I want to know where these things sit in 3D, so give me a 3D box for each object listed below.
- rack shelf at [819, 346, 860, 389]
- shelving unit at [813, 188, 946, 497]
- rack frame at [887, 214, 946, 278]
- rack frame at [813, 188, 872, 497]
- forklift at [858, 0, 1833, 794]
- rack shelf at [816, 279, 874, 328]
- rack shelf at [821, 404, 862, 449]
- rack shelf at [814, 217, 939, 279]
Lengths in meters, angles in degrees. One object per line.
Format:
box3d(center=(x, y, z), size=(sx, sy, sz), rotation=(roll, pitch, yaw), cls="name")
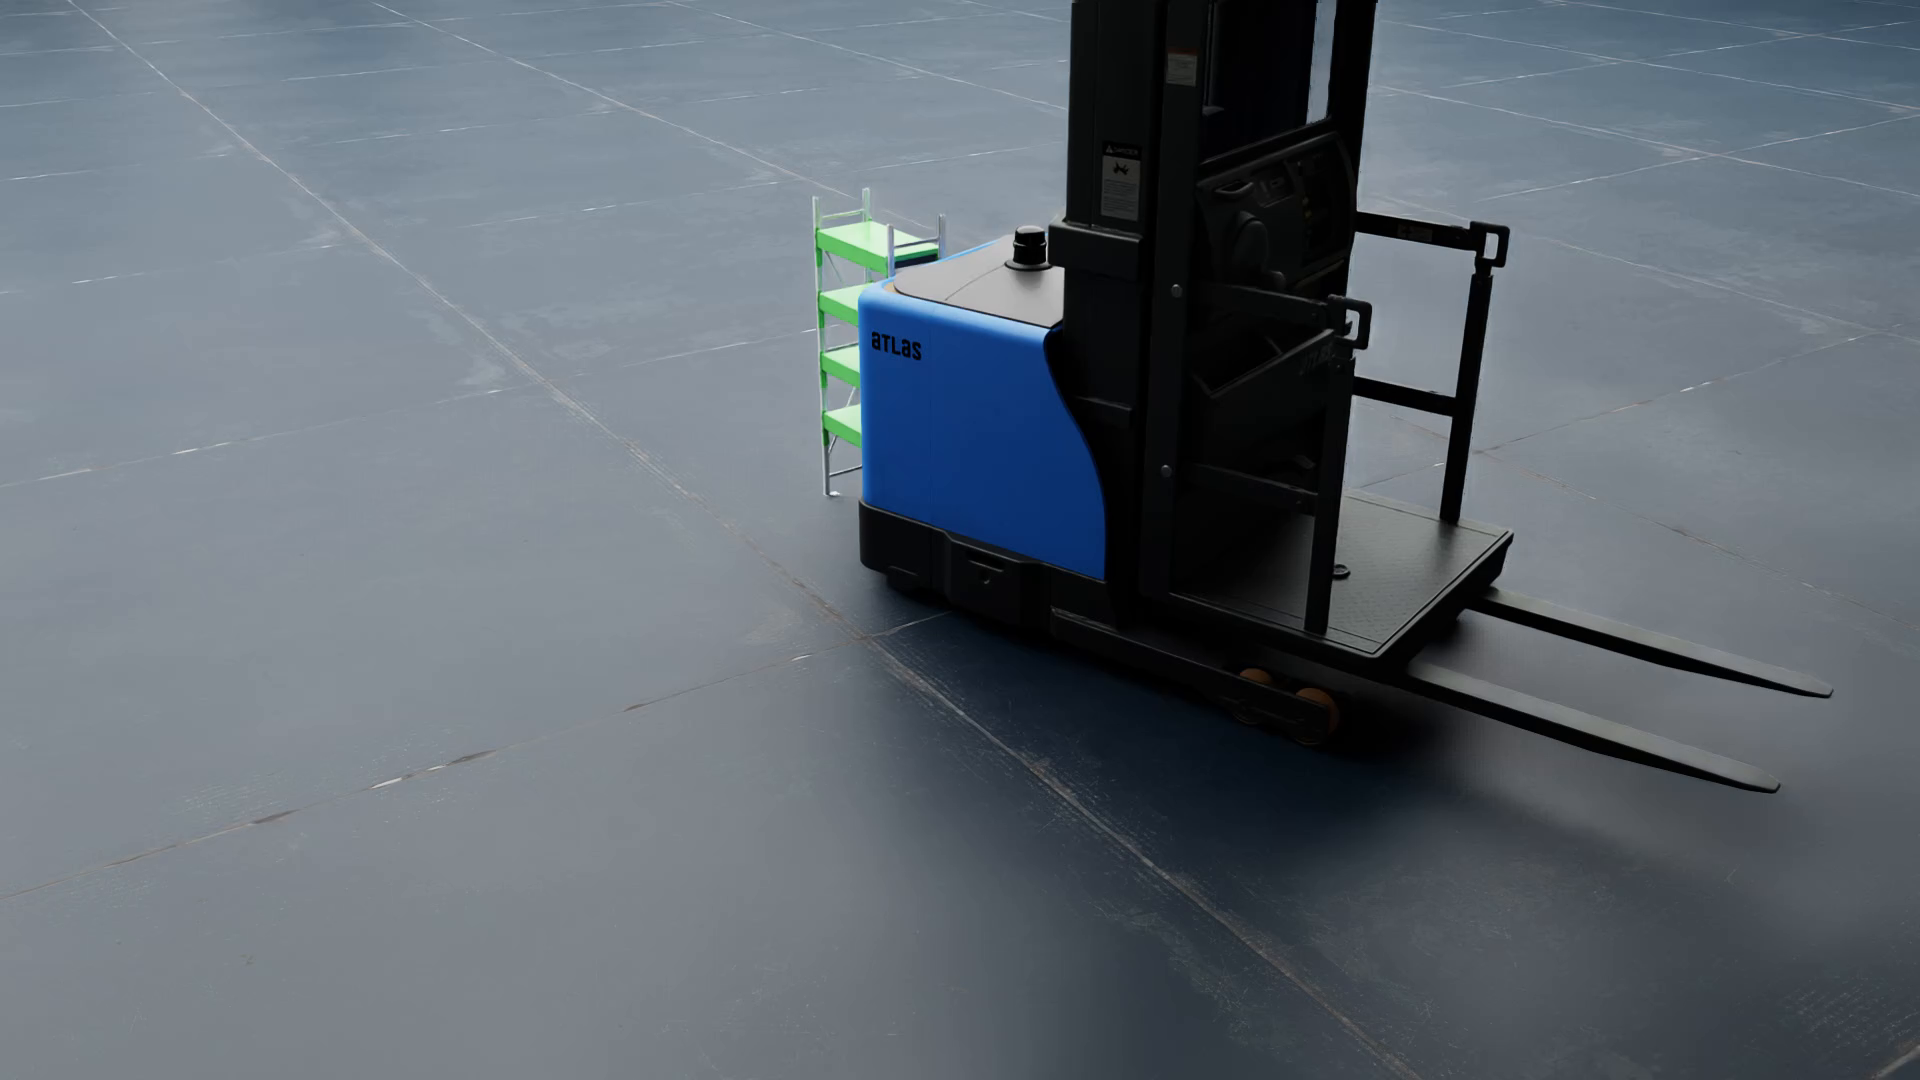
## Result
box3d(center=(-0.296, -0.603, 6.271), size=(0.258, 0.148, 0.480), rotation=(-17, 30, -32), cls="rack shelf")
box3d(center=(-0.296, -0.661, 6.244), size=(0.258, 1.200, 0.503), rotation=(-17, 30, -32), cls="shelving unit")
box3d(center=(-0.153, -0.577, 6.066), size=(0.240, 1.200, 0.015), rotation=(-17, 30, -32), cls="rack frame")
box3d(center=(-0.440, -0.745, 6.422), size=(0.240, 1.200, 0.015), rotation=(-17, 30, -32), cls="rack frame")
box3d(center=(1.124, -0.971, 4.873), size=(3.031, 2.935, 1.130), rotation=(18, 31, 33), cls="forklift")
box3d(center=(-0.296, -0.820, 6.169), size=(0.258, 0.148, 0.480), rotation=(-17, 30, -32), cls="rack shelf")
box3d(center=(-0.296, -0.386, 6.374), size=(0.258, 0.148, 0.480), rotation=(-17, 30, -32), cls="rack shelf")
box3d(center=(-0.296, -1.037, 6.066), size=(0.258, 0.148, 0.480), rotation=(-17, 30, -32), cls="rack shelf")
